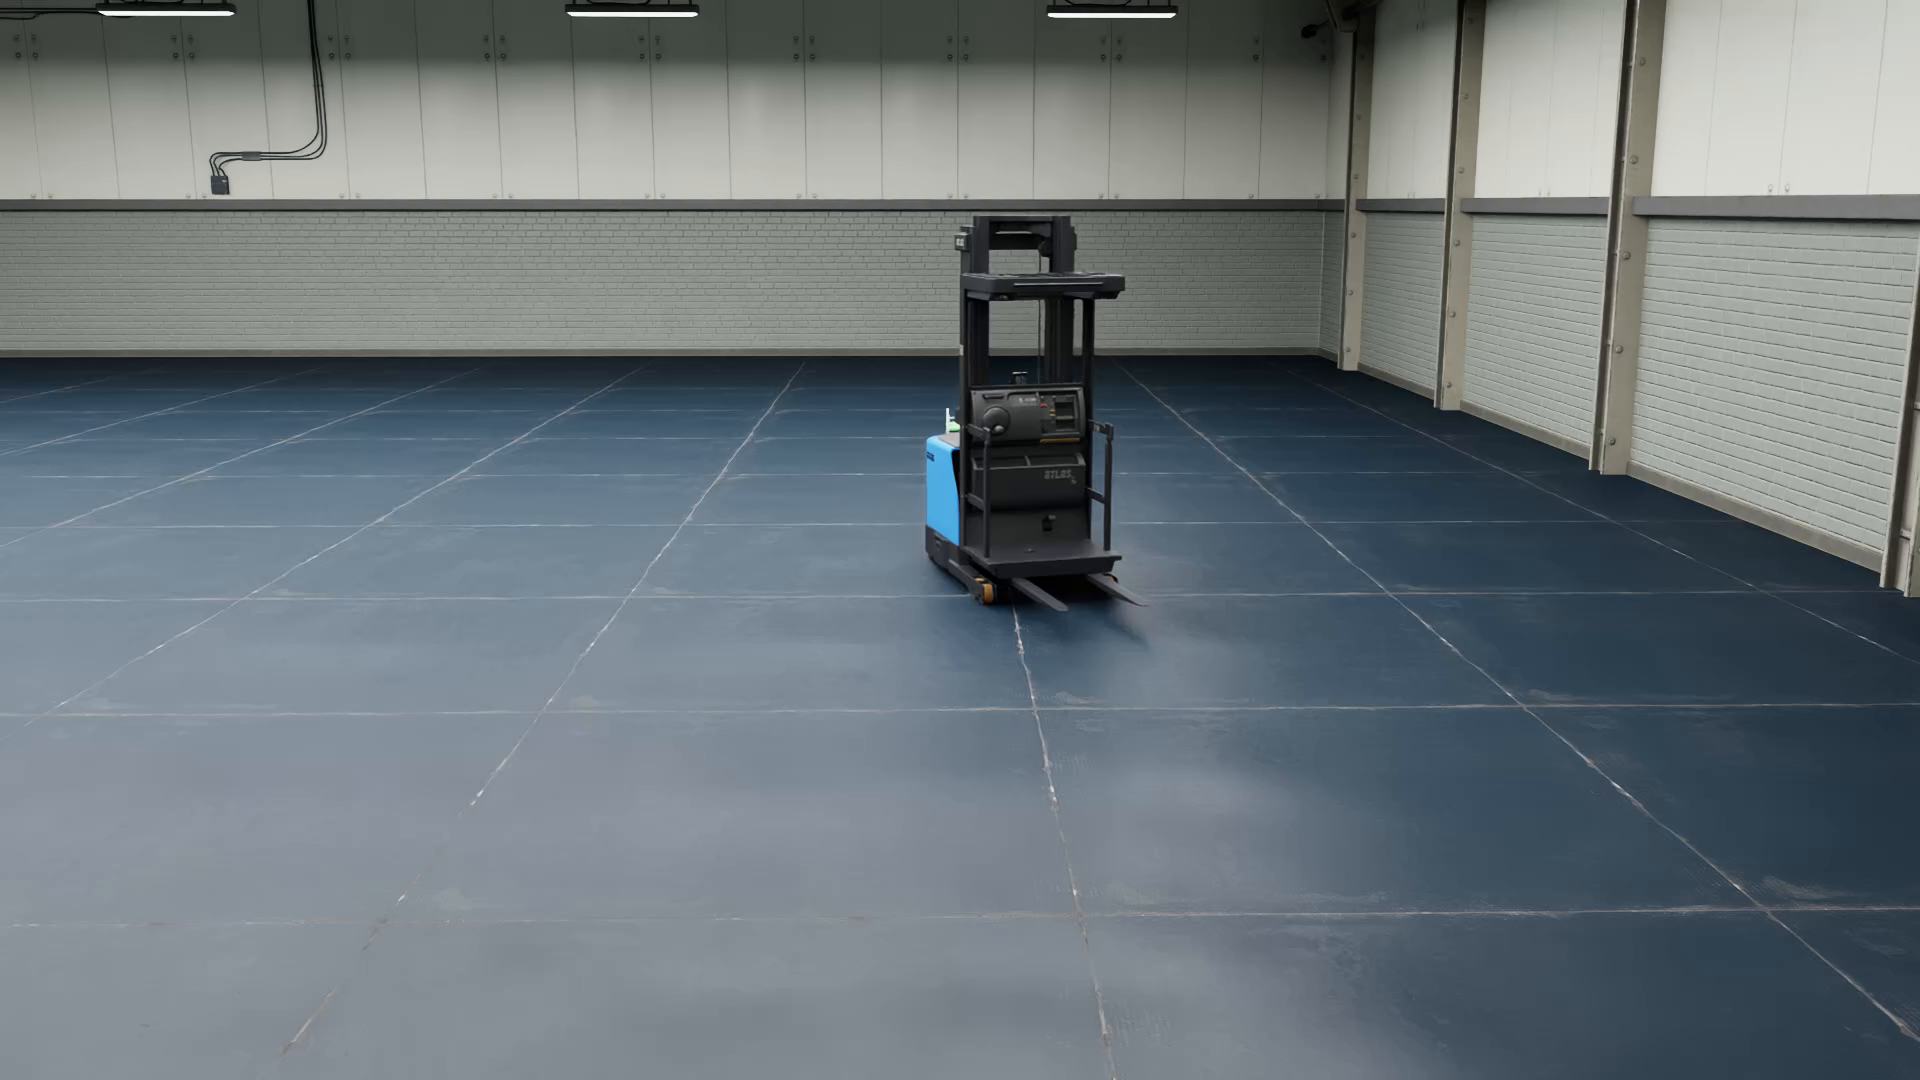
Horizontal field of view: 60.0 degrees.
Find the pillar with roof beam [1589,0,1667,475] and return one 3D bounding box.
[{"bbox_3d":[3.152,-5.177,18.135,9.100,9.000,0.400,0,11,-1],"label":"pillar with roof beam"}]

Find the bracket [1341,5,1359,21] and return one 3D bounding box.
[{"bbox_3d":[6.862,-9.260,29.208,0.235,0.232,0.430,0,11,-1],"label":"bracket"}]

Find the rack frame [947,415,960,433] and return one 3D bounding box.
[{"bbox_3d":[0.008,-0.507,14.729,0.240,1.200,0.015,0,11,-1],"label":"rack frame"}]

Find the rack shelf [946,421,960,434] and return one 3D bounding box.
[{"bbox_3d":[0.003,-0.963,14.886,0.258,0.148,0.480,0,11,-1],"label":"rack shelf"}]

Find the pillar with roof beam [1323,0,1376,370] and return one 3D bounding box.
[{"bbox_3d":[2.904,-7.562,29.893,9.100,9.000,0.548,0,11,-1],"label":"pillar with roof beam"}]

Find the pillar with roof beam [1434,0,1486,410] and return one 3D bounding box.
[{"bbox_3d":[3.028,-6.370,24.014,9.100,9.000,0.400,0,11,-1],"label":"pillar with roof beam"}]

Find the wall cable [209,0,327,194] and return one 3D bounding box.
[{"bbox_3d":[-13.532,-9.744,32.094,2.305,6.003,0.169,0,11,-1],"label":"wall cable"}]

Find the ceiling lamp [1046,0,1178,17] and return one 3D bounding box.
[{"bbox_3d":[2.329,-9.652,25.513,2.000,3.185,0.800,0,11,-1],"label":"ceiling lamp"}]

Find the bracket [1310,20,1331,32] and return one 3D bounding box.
[{"bbox_3d":[6.808,-9.779,31.765,0.076,0.066,3.189,0,11,-1],"label":"bracket"}]

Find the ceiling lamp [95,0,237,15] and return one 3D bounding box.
[{"bbox_3d":[-12.068,-9.593,25.221,2.000,3.185,0.800,0,11,-1],"label":"ceiling lamp"}]

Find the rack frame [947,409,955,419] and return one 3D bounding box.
[{"bbox_3d":[-0.002,-0.604,15.208,0.240,1.200,0.015,0,11,-1],"label":"rack frame"}]

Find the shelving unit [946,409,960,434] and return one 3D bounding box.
[{"bbox_3d":[0.003,-0.555,14.969,0.258,1.200,0.503,0,11,-1],"label":"shelving unit"}]

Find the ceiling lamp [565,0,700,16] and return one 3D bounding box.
[{"bbox_3d":[-5.010,-9.622,25.364,2.000,3.185,0.800,0,11,-1],"label":"ceiling lamp"}]

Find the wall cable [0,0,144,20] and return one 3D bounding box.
[{"bbox_3d":[-17.225,-11.248,31.727,3.097,2.526,0.112,0,11,-1],"label":"wall cable"}]

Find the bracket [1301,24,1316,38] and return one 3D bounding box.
[{"bbox_3d":[6.796,-9.896,32.343,0.235,0.232,0.430,0,11,-1],"label":"bracket"}]

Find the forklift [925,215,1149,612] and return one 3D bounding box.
[{"bbox_3d":[0.602,-1.027,12.939,1.130,2.935,3.031,-3,12,-16],"label":"forklift"}]

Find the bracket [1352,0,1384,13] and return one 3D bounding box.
[{"bbox_3d":[6.915,-8.748,26.684,0.076,0.066,4.783,0,11,-1],"label":"bracket"}]

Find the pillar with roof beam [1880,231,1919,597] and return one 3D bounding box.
[{"bbox_3d":[3.276,-3.984,12.256,9.100,9.000,0.400,0,11,-1],"label":"pillar with roof beam"}]
